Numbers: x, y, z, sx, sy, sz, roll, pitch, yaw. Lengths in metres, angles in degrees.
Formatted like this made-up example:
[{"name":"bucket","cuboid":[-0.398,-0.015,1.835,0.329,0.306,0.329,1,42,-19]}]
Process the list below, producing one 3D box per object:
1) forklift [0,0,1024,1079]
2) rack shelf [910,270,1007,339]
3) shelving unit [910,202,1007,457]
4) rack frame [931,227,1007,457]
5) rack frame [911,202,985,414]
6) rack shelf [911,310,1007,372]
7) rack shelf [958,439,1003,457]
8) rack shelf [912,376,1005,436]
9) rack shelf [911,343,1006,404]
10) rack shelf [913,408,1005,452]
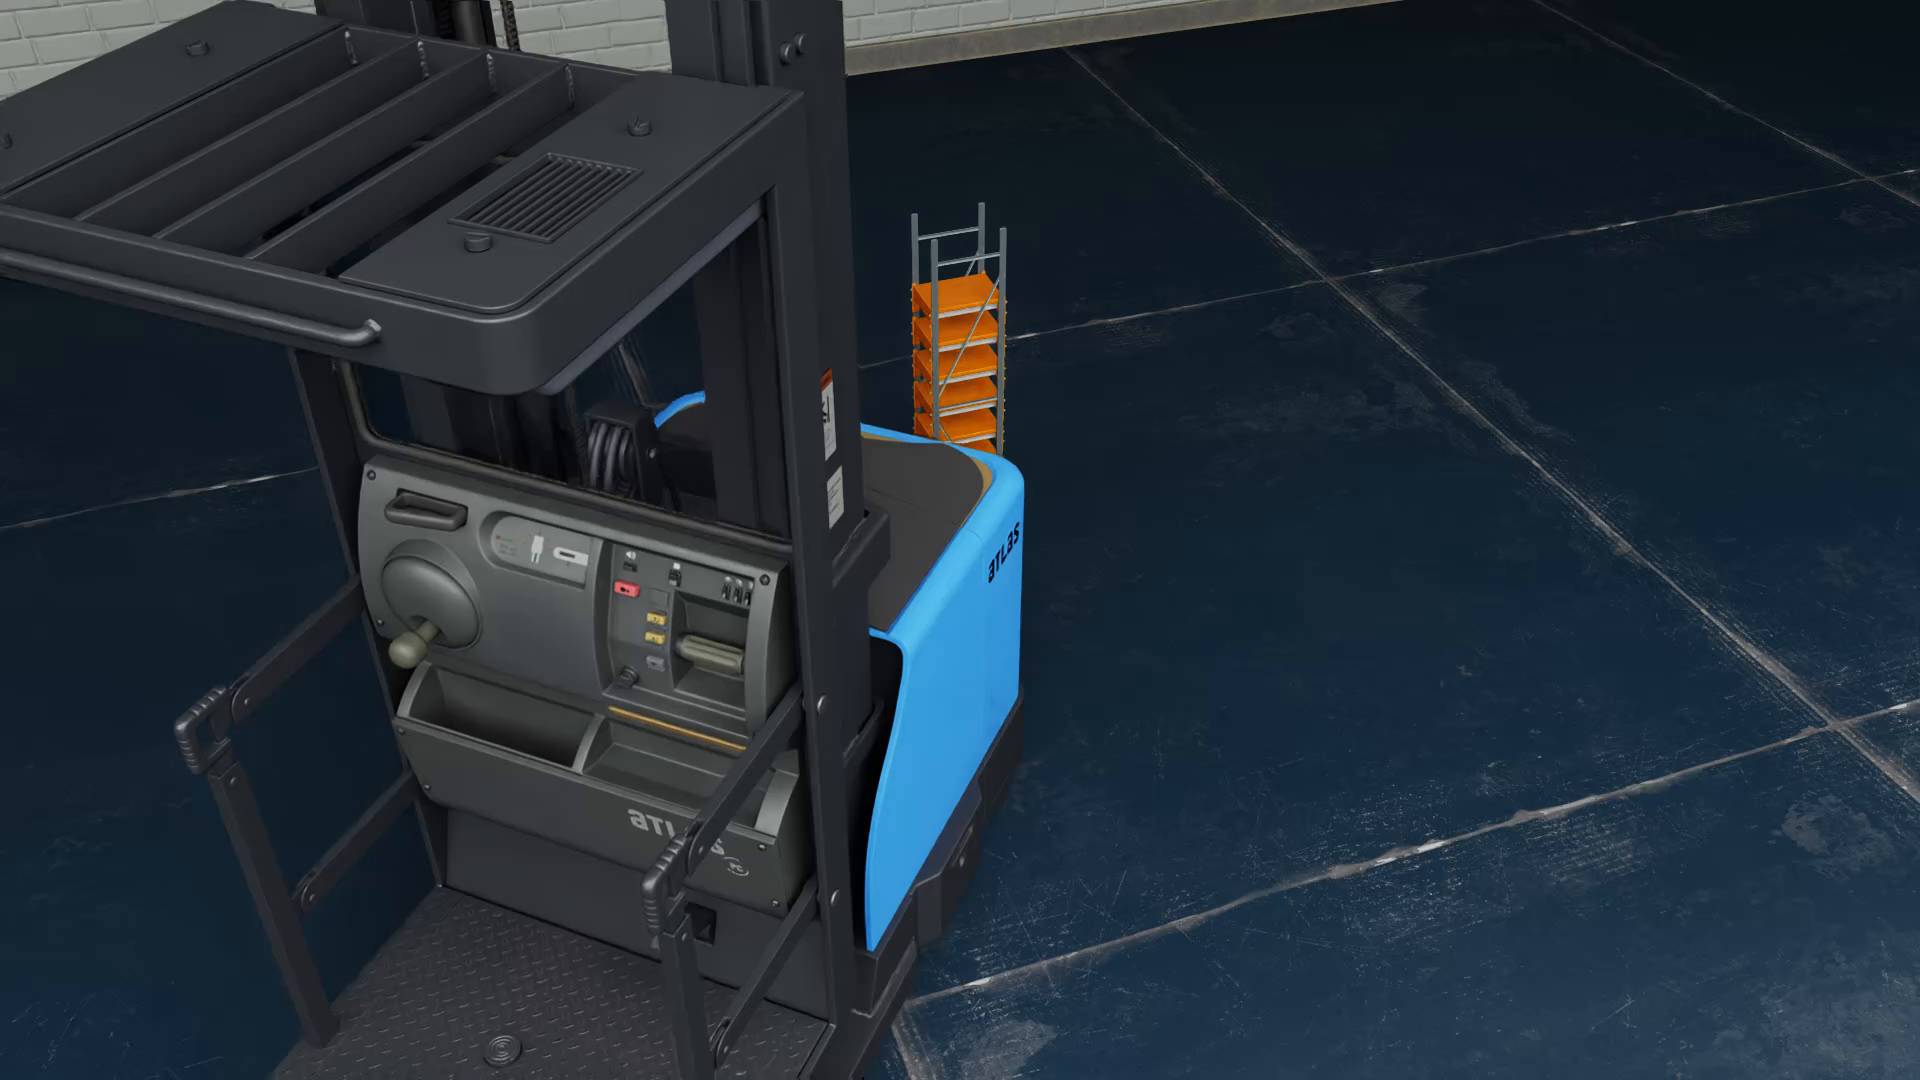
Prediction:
[{"name":"forklift","cuboid":[-0.852,0.188,3.064,1.130,2.935,3.031,14,39,18]},{"name":"rack shelf","cuboid":[-0.005,-0.739,5.210,0.258,0.103,0.180,-12,39,-16]},{"name":"shelving unit","cuboid":[-0.005,-0.487,5.400,0.258,1.200,0.189,-12,39,-16]},{"name":"rack frame","cuboid":[0.027,-0.436,5.331,0.240,1.200,0.006,-12,39,-16]},{"name":"rack frame","cuboid":[-0.036,-0.539,5.468,0.240,1.200,0.006,-12,39,-16]},{"name":"rack shelf","cuboid":[-0.005,-0.644,5.282,0.258,0.103,0.180,-12,39,-16]},{"name":"rack shelf","cuboid":[-0.005,-0.260,5.571,0.258,0.103,0.180,-12,39,-16]},{"name":"rack shelf","cuboid":[-0.005,-0.452,5.427,0.258,0.103,0.180,-12,39,-16]},{"name":"rack shelf","cuboid":[-0.005,-0.548,5.354,0.258,0.103,0.180,-12,39,-16]},{"name":"rack shelf","cuboid":[-0.005,-0.356,5.499,0.258,0.103,0.180,-12,39,-16]}]
